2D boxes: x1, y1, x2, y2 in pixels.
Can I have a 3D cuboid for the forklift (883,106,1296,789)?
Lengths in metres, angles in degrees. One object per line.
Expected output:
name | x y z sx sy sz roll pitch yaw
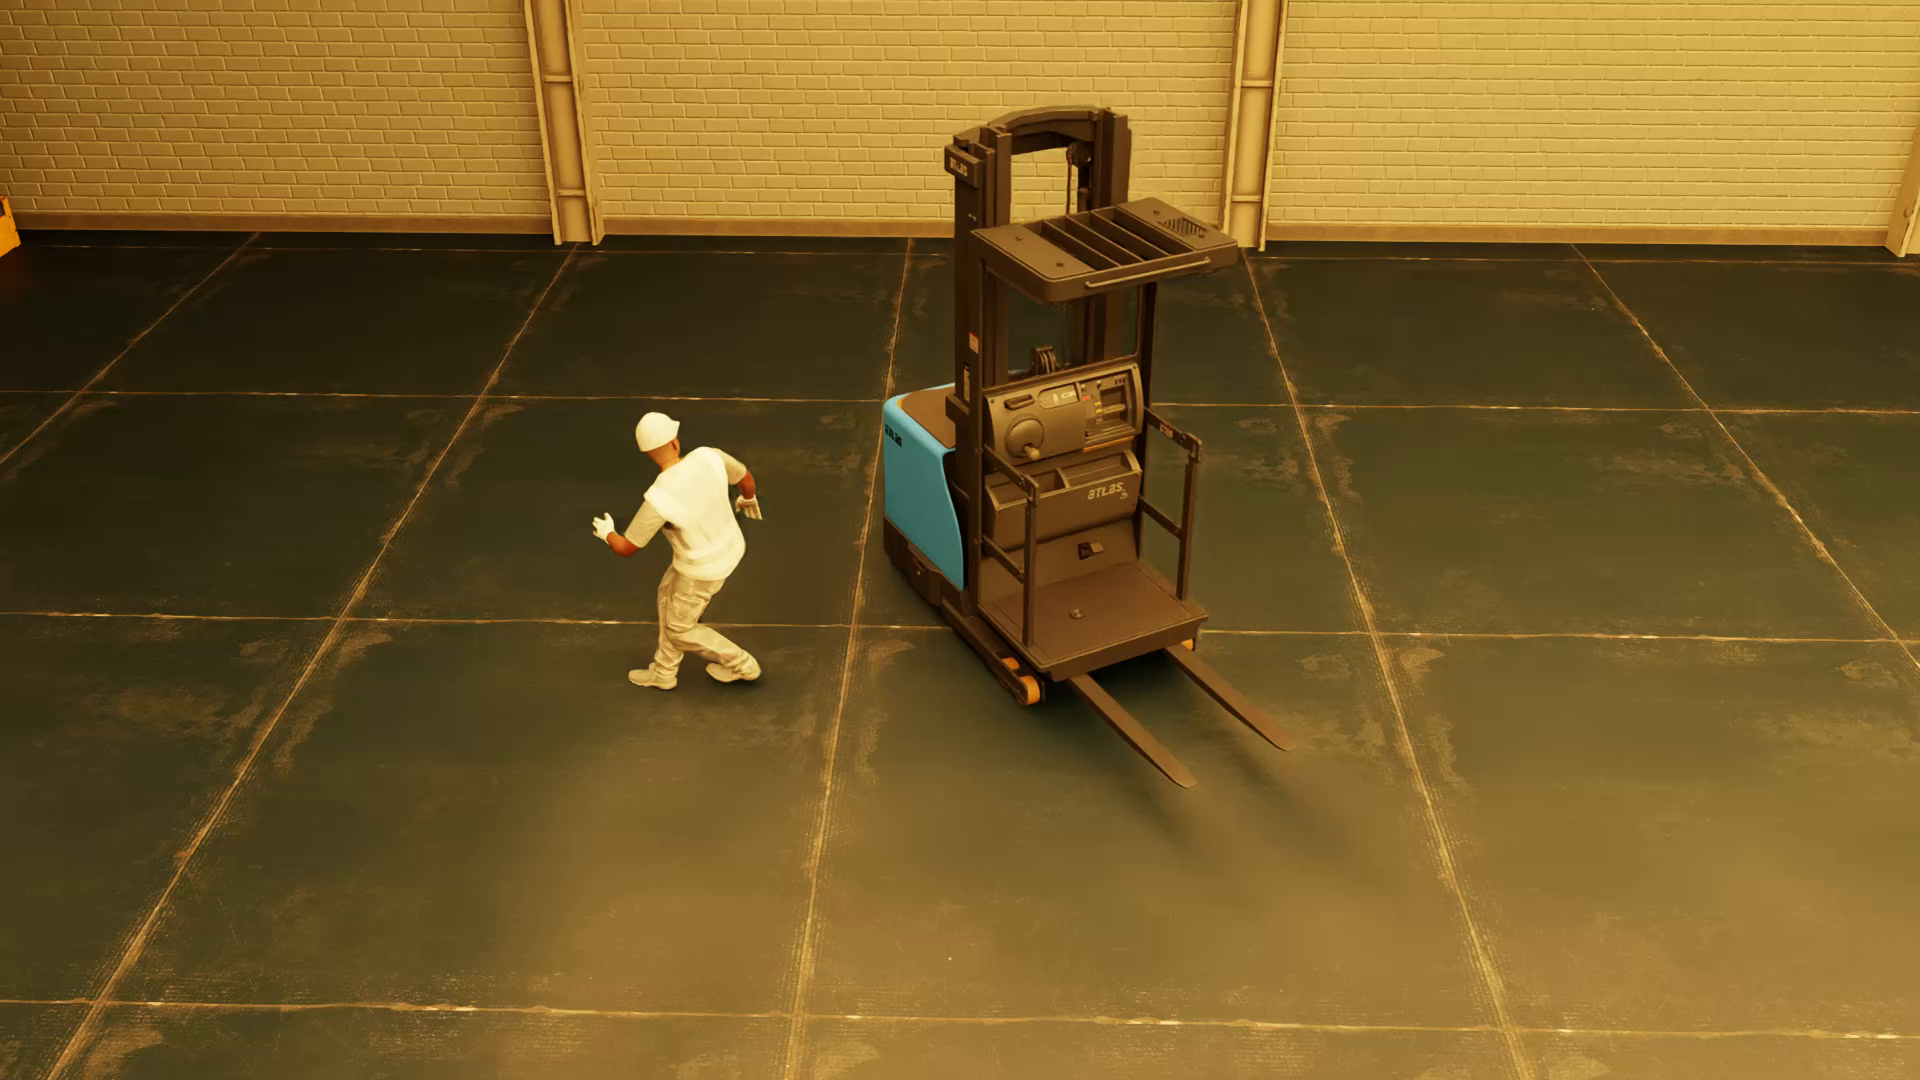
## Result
forklift | 0.669 -0.630 8.682 1.130 2.935 3.031 -15 34 -24

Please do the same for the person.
person | -1.490 0.021 8.870 0.854 1.646 0.874 9 32 15
